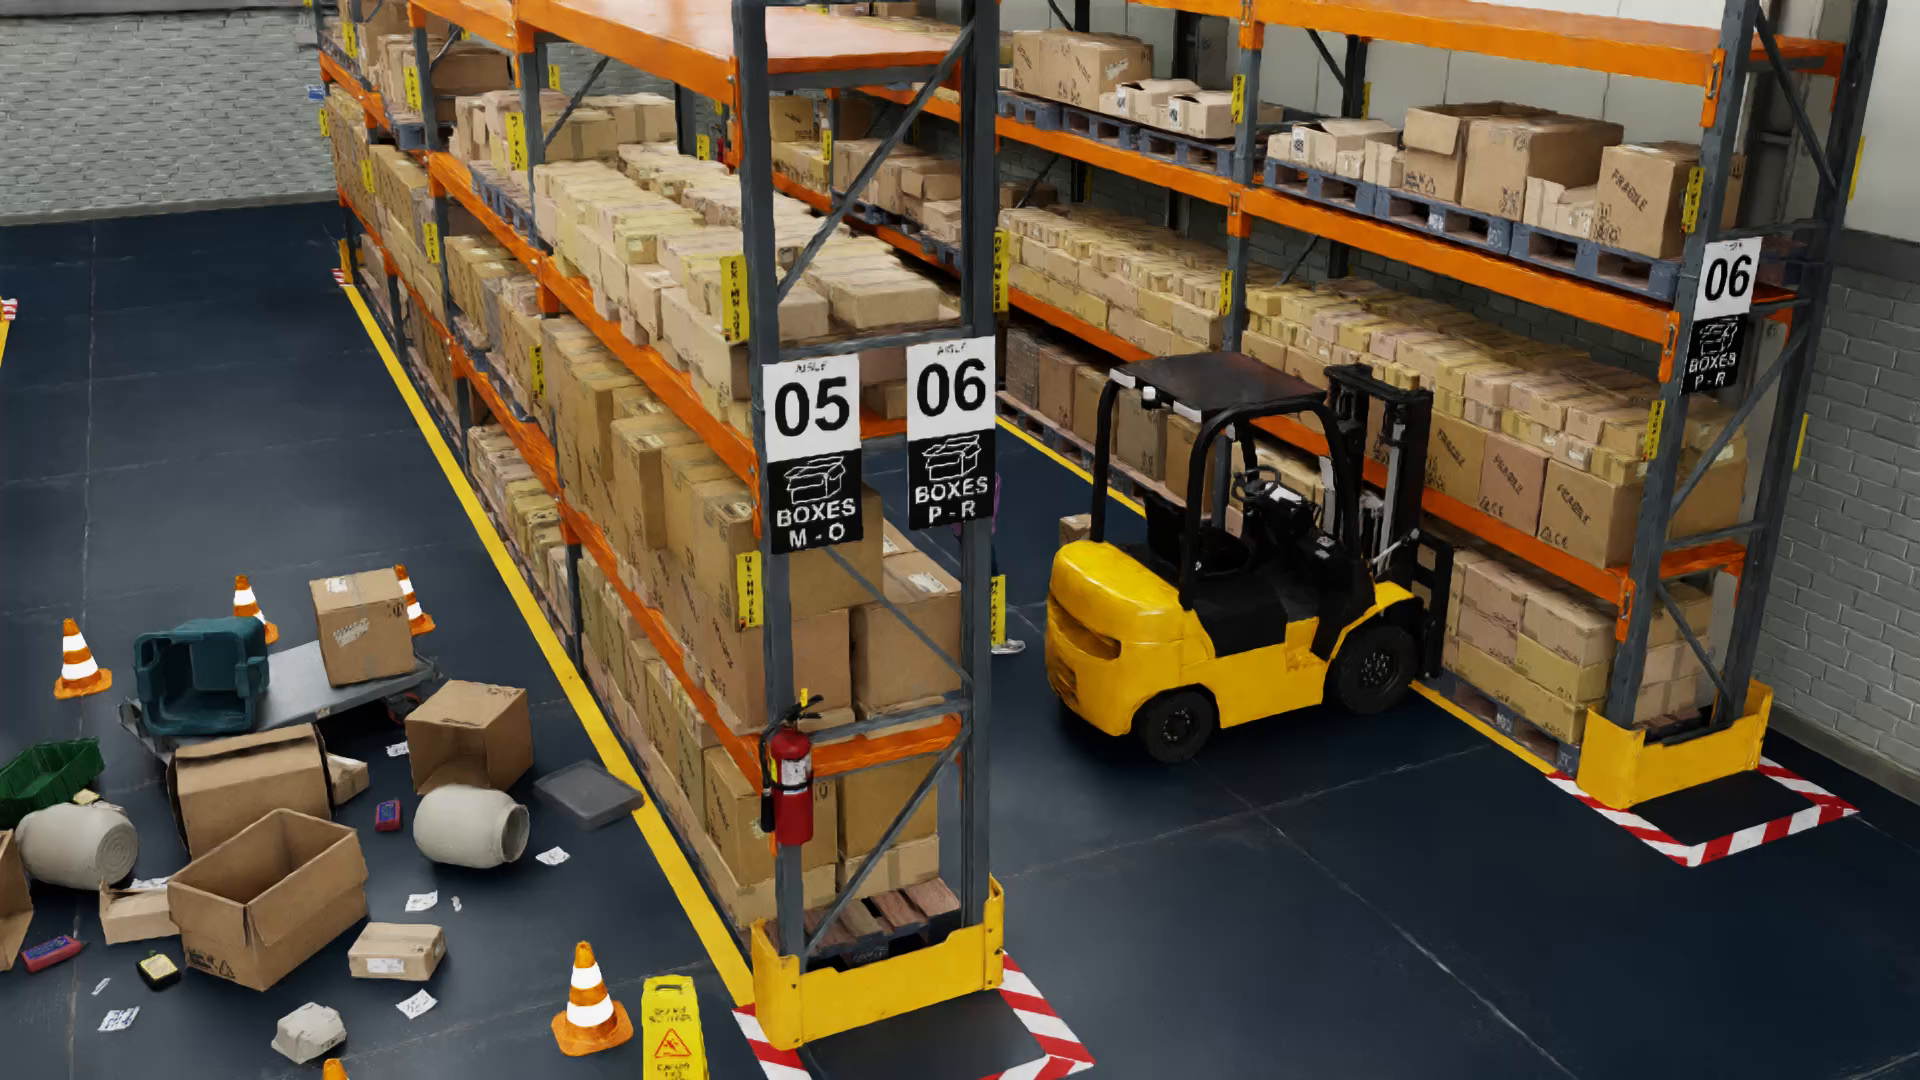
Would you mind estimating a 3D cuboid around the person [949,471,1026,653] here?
[{"bbox_3d":[0.149,-0.039,11.112,0.495,1.578,0.550,-6,23,-15],"label":"person"}]
